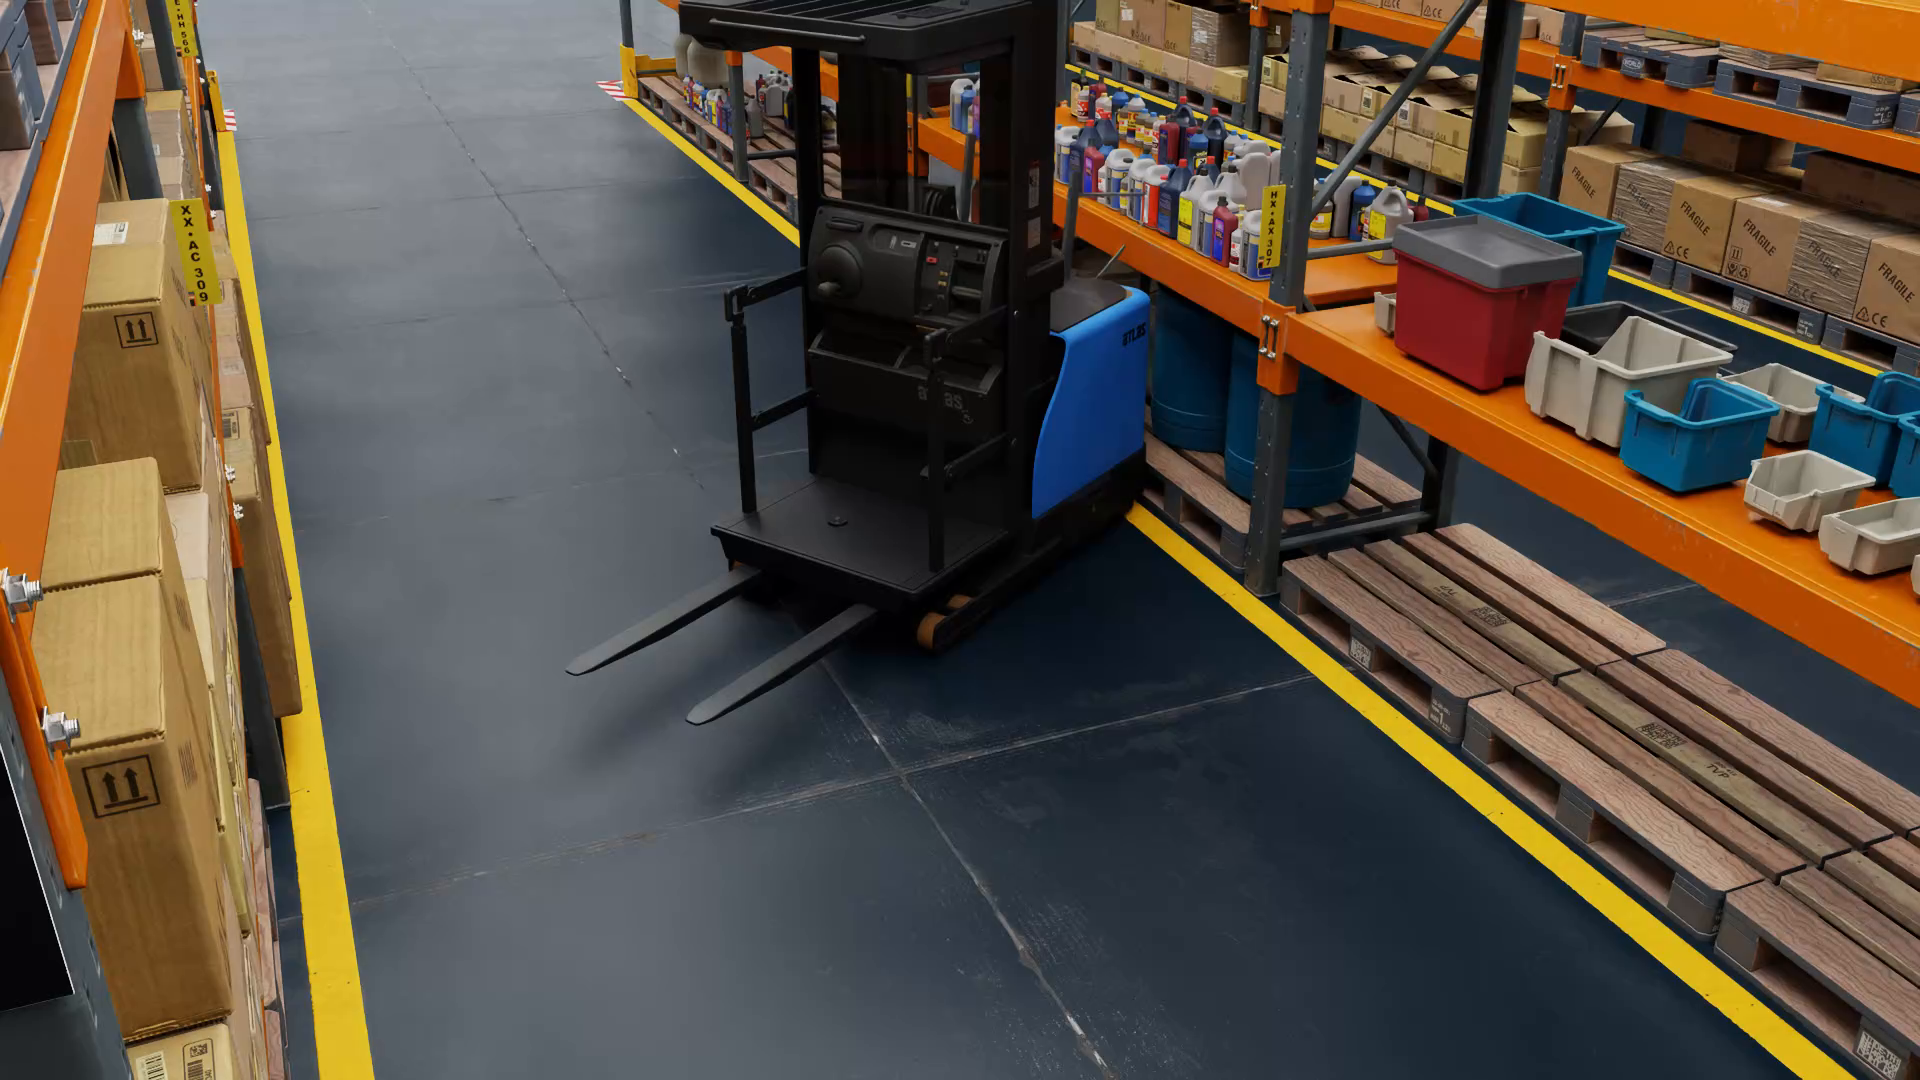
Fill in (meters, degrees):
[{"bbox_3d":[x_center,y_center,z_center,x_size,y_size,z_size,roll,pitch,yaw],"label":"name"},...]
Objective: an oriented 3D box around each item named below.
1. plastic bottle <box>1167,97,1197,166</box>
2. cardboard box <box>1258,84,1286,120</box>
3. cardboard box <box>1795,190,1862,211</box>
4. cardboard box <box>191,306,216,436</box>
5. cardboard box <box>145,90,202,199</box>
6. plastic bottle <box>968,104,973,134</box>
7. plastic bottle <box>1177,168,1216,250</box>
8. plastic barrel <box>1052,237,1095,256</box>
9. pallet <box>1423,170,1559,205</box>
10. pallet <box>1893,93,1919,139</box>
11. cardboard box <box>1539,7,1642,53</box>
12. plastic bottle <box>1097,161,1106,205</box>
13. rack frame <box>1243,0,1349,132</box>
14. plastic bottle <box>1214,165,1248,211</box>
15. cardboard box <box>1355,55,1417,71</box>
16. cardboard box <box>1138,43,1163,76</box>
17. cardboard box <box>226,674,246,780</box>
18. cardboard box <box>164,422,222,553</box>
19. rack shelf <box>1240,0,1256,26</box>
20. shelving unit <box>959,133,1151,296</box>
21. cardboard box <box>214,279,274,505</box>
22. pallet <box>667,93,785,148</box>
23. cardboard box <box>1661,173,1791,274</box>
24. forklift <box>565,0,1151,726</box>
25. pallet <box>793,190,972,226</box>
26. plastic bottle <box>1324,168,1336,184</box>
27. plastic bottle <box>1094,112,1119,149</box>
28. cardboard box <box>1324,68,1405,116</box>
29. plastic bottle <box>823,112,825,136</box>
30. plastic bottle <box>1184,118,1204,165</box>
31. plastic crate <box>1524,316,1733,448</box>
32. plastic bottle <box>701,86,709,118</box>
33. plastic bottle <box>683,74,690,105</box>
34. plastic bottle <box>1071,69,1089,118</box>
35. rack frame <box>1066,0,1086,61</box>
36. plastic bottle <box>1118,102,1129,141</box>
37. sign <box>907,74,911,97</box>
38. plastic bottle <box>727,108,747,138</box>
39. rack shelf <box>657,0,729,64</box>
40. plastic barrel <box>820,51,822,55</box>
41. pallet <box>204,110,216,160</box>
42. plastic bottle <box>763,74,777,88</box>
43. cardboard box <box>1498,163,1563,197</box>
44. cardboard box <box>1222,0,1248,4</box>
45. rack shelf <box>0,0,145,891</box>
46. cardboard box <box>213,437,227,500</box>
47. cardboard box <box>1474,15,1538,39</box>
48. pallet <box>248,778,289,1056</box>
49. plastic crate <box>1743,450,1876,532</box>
[{"bbox_3d":[1.187,-2.169,8.829,0.144,0.351,0.185,-11,28,-21],"label":"plastic bottle"},{"bbox_3d":[3.087,-4.026,15.232,0.500,0.250,0.500,-11,28,-22],"label":"cardboard box"},{"bbox_3d":[5.719,-1.981,10.736,0.500,0.500,0.500,-12,28,-23],"label":"cardboard box"},{"bbox_3d":[-2.777,-0.622,5.490,0.500,0.500,0.500,-10,28,-20],"label":"cardboard box"},{"bbox_3d":[-3.972,-1.851,8.008,0.500,0.500,0.500,-10,28,-19],"label":"cardboard box"},{"bbox_3d":[0.095,-2.403,9.480,0.097,0.201,0.097,0,26,0],"label":"plastic bottle"},{"bbox_3d":[1.070,-1.492,7.443,0.144,0.351,0.185,-11,28,-21],"label":"plastic bottle"},{"bbox_3d":[0.675,-1.477,9.714,0.421,0.512,0.421,0,26,0],"label":"plastic barrel"},{"bbox_3d":[4.437,-2.749,13.141,1.003,0.211,1.213,-11,28,-21],"label":"pallet"},{"bbox_3d":[6.078,-2.304,9.268,1.003,0.211,1.213,-11,28,-21],"label":"pallet"},{"bbox_3d":[4.621,-3.778,12.170,0.500,0.311,0.500,-9,27,-17],"label":"cardboard box"},{"bbox_3d":[0.724,-1.754,8.151,0.097,0.201,0.097,0,26,0],"label":"plastic bottle"},{"bbox_3d":[3.157,-5.278,15.142,1.000,3.000,0.127,-11,28,-21],"label":"rack frame"},{"bbox_3d":[1.203,-1.516,7.493,0.144,0.351,0.185,-11,28,-21],"label":"plastic bottle"},{"bbox_3d":[3.789,-4.160,14.868,0.500,0.311,0.500,-10,28,-19],"label":"cardboard box"},{"bbox_3d":[2.182,-4.986,17.198,0.500,0.250,0.500,-11,28,-21],"label":"cardboard box"},{"bbox_3d":[-1.803,0.453,3.689,0.380,0.149,0.250,-10,28,-20],"label":"cardboard box"},{"bbox_3d":[-2.207,-0.073,4.312,0.500,0.250,0.500,-10,28,-19],"label":"cardboard box"},{"bbox_3d":[2.374,-5.762,16.953,1.077,0.370,4.000,-11,28,-21],"label":"rack shelf"},{"bbox_3d":[0.431,-1.176,8.307,0.587,1.500,1.083,-6,25,-27],"label":"shelving unit"},{"bbox_3d":[-3.800,-0.553,7.408,1.225,0.875,0.875,-10,28,-20],"label":"cardboard box"},{"bbox_3d":[-2.108,-3.947,15.594,1.003,0.211,1.213,-11,28,-21],"label":"pallet"},{"bbox_3d":[5.041,-2.091,10.962,0.500,0.500,0.500,-11,28,-21],"label":"cardboard box"},{"bbox_3d":[-0.352,-1.091,6.645,1.130,2.935,3.031,17,31,31],"label":"forklift"},{"bbox_3d":[-0.577,-2.372,12.367,1.003,0.211,1.213,-11,28,-21],"label":"pallet"},{"bbox_3d":[1.737,-1.593,7.740,0.097,0.271,0.097,0,26,0],"label":"plastic bottle"},{"bbox_3d":[0.726,-2.017,8.518,0.144,0.351,0.185,-11,28,-21],"label":"plastic bottle"},{"bbox_3d":[3.485,-3.862,14.257,0.500,0.311,0.500,-12,28,-22],"label":"cardboard box"},{"bbox_3d":[-1.163,-3.614,14.421,0.097,0.201,0.097,0,26,0],"label":"plastic bottle"},{"bbox_3d":[1.232,-2.071,8.706,0.061,0.283,0.133,-11,28,-21],"label":"plastic bottle"},{"bbox_3d":[2.159,-0.525,5.472,0.437,0.282,0.530,-11,28,-21],"label":"plastic crate"},{"bbox_3d":[-2.292,-3.969,15.069,0.097,0.271,0.097,0,26,0],"label":"plastic bottle"},{"bbox_3d":[-2.545,-4.230,15.602,0.097,0.271,0.097,0,26,0],"label":"plastic bottle"},{"bbox_3d":[0.715,-2.671,9.935,0.061,0.283,0.133,-11,28,-21],"label":"plastic bottle"},{"bbox_3d":[1.591,-6.893,18.449,1.000,3.000,0.127,-11,28,-21],"label":"rack frame"},{"bbox_3d":[0.949,-2.374,9.419,0.097,0.201,0.097,0,26,0],"label":"plastic bottle"},{"bbox_3d":[-0.339,-2.790,9.859,0.100,0.325,0.005,-11,28,-21],"label":"sign"},{"bbox_3d":[-1.919,-3.646,14.317,0.144,0.351,0.185,-11,28,-22],"label":"plastic bottle"},{"bbox_3d":[-2.185,-4.913,15.213,1.077,0.370,4.000,-11,28,-21],"label":"rack shelf"},{"bbox_3d":[-0.942,-3.770,11.897,0.433,0.535,0.433,0,26,0],"label":"plastic barrel"},{"bbox_3d":[-7.210,-3.575,14.831,1.003,0.211,1.213,-11,28,-21],"label":"pallet"},{"bbox_3d":[-1.772,-4.245,15.628,0.152,0.276,0.135,-10,28,-20],"label":"plastic bottle"},{"bbox_3d":[4.293,-2.787,12.695,0.500,0.250,0.500,-10,28,-19],"label":"cardboard box"},{"bbox_3d":[2.872,-5.213,16.809,0.500,0.500,0.500,-11,28,-21],"label":"cardboard box"},{"bbox_3d":[-2.043,-0.565,2.890,1.077,0.370,4.000,-11,28,-21],"label":"rack shelf"},{"bbox_3d":[-2.406,-0.168,4.962,0.380,0.149,0.250,-10,28,-20],"label":"cardboard box"},{"bbox_3d":[4.117,-3.866,12.536,0.380,0.149,0.250,-11,28,-21],"label":"cardboard box"},{"bbox_3d":[-2.601,1.226,4.999,1.003,0.211,1.213,-11,28,-21],"label":"pallet"},{"bbox_3d":[2.447,-0.135,4.839,0.298,0.136,0.250,-11,28,-21],"label":"plastic crate"}]
